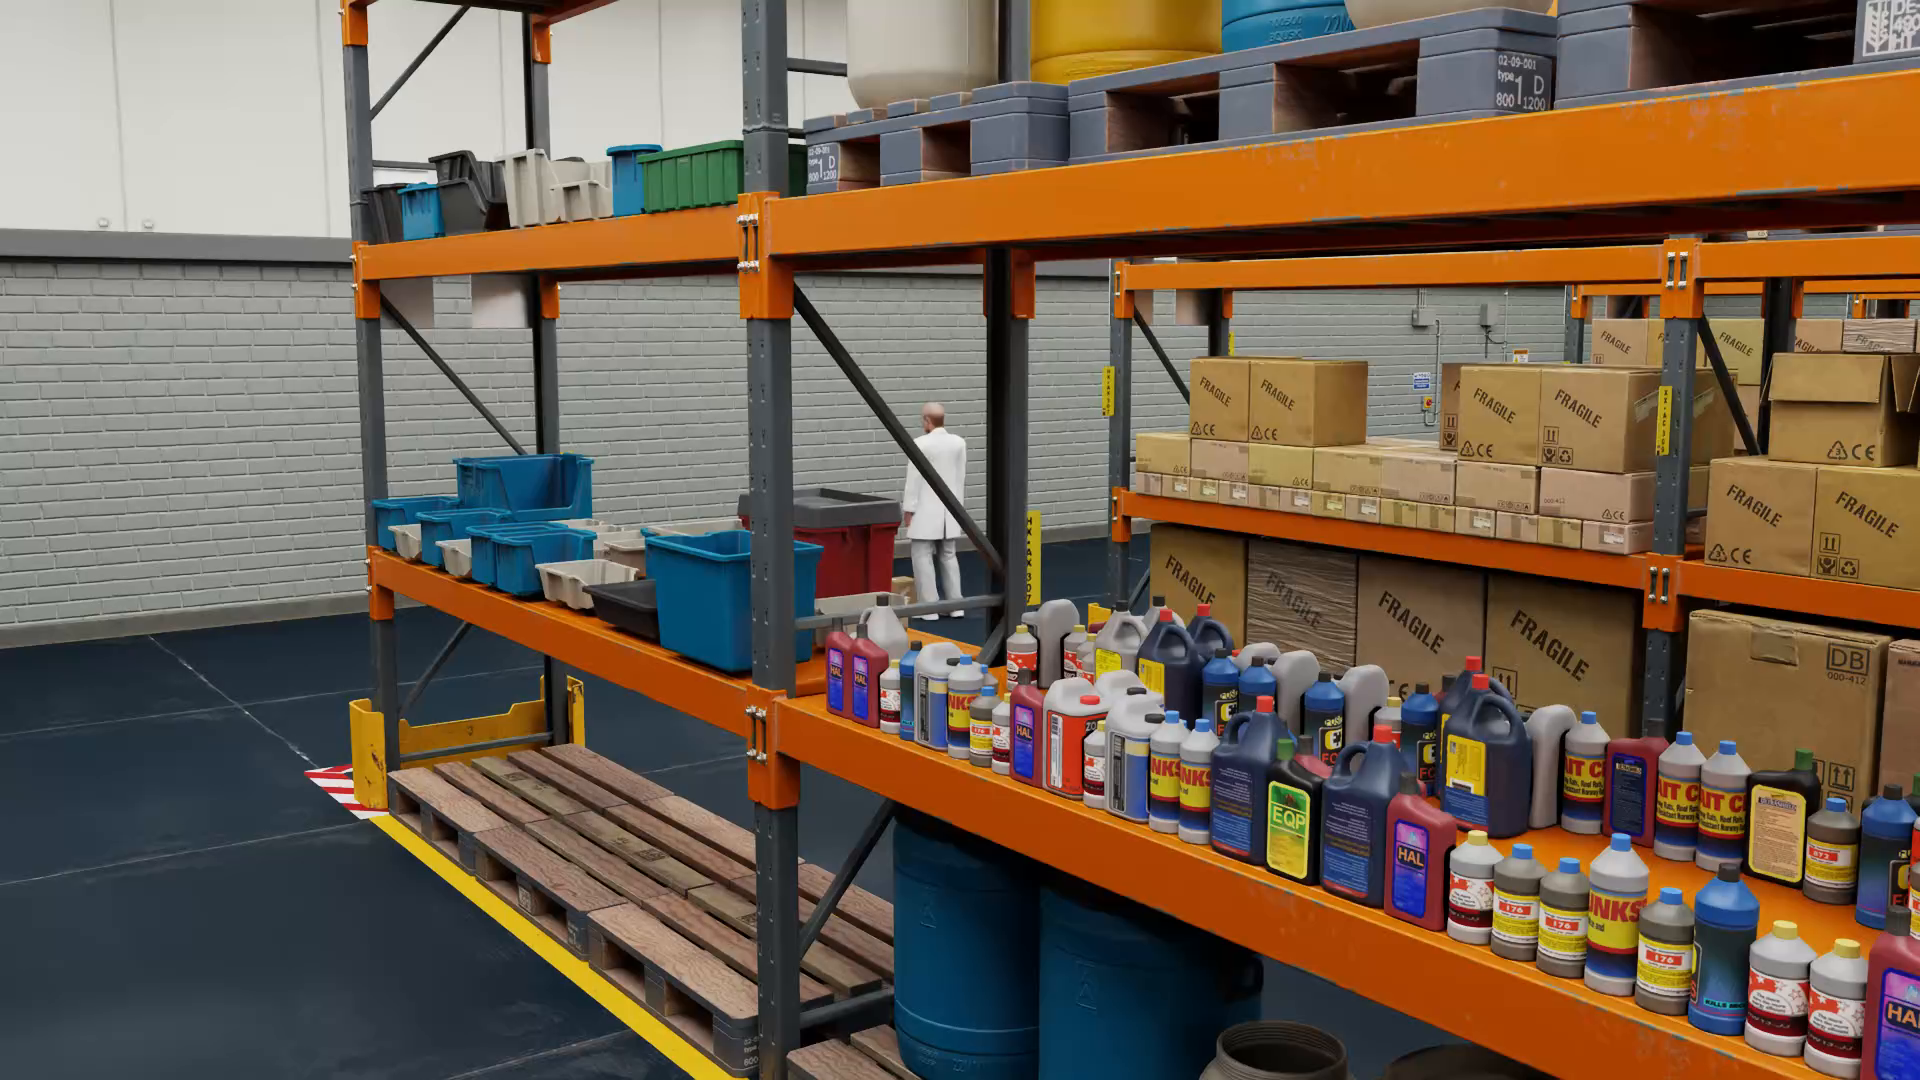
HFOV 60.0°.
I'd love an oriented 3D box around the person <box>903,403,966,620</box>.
[{"bbox_3d":[-0.226,-0.173,13.660,0.563,1.667,0.389,-5,9,-35],"label":"person"}]
